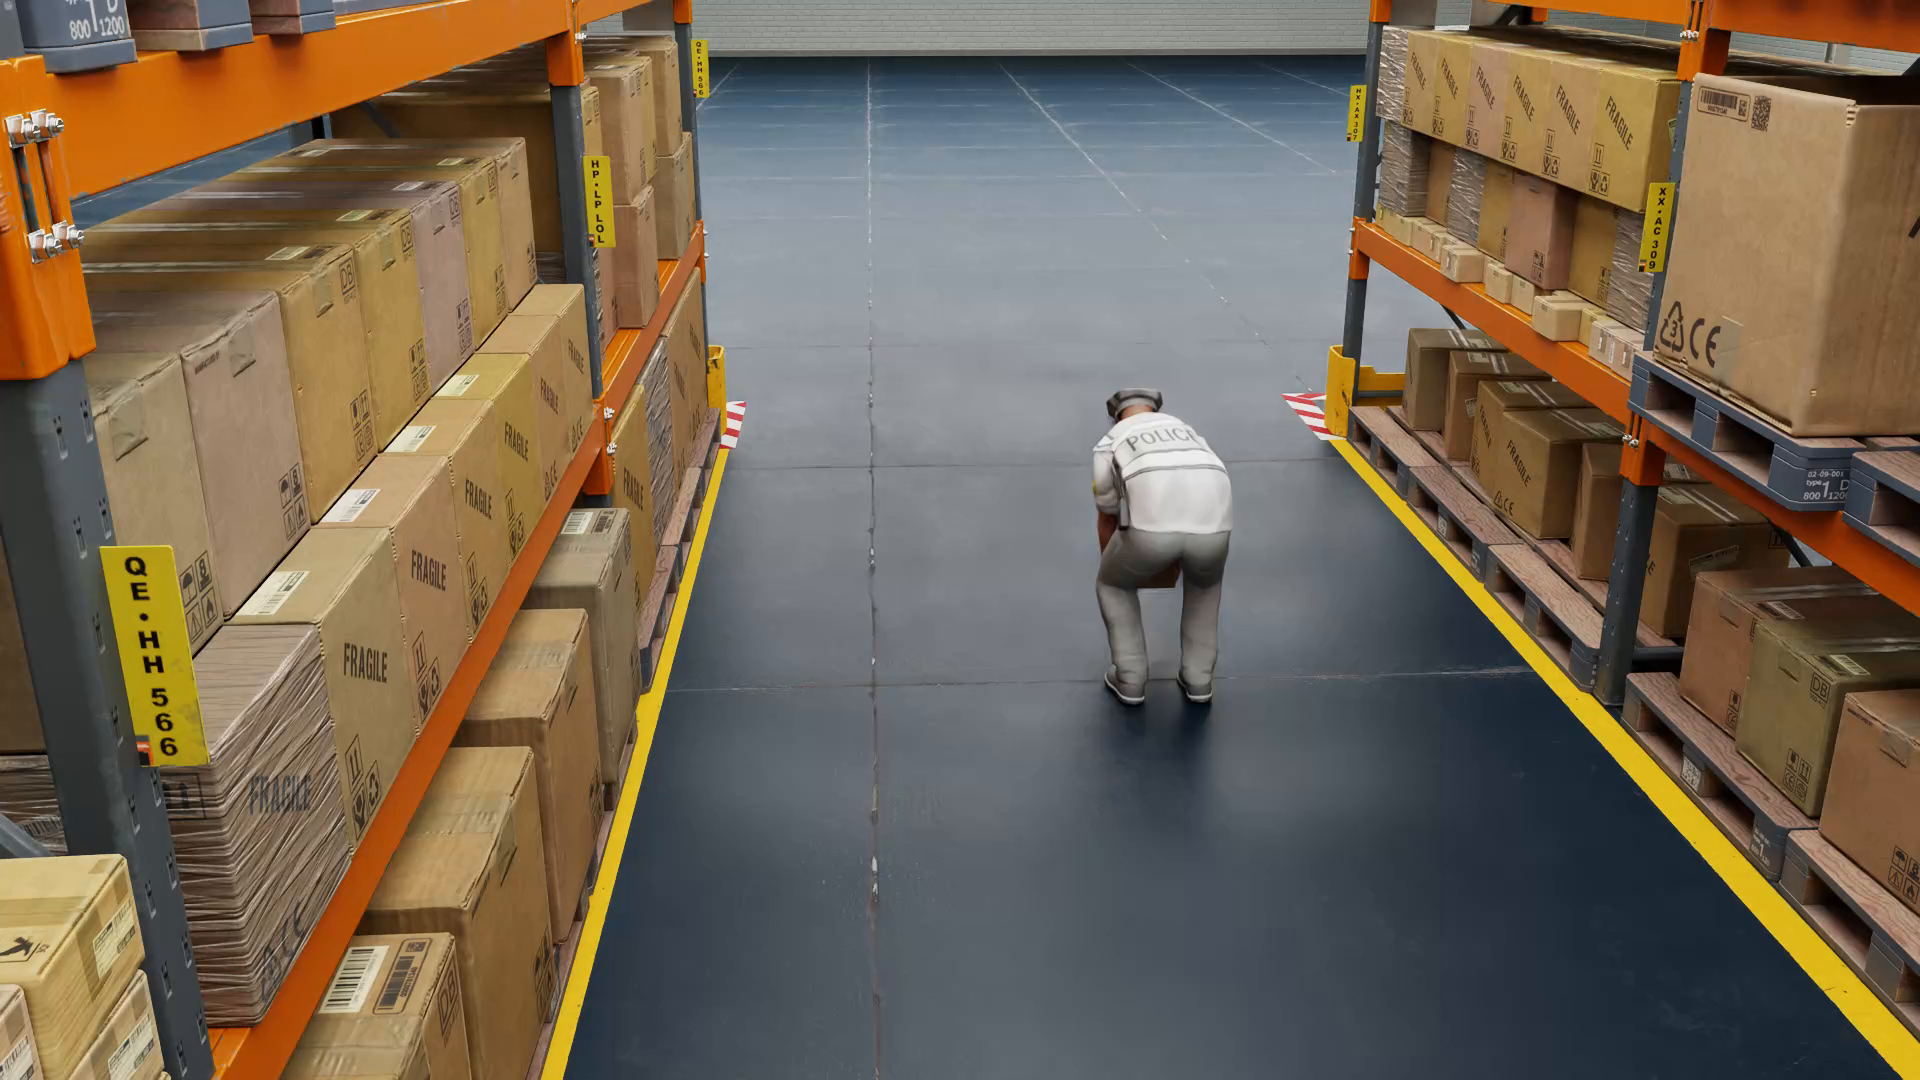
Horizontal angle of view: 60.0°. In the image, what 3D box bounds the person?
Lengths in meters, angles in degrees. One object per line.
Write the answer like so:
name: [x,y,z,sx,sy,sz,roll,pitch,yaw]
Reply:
person: [0.812,0.017,6.893,0.530,1.151,1.030,-2,20,-6]
